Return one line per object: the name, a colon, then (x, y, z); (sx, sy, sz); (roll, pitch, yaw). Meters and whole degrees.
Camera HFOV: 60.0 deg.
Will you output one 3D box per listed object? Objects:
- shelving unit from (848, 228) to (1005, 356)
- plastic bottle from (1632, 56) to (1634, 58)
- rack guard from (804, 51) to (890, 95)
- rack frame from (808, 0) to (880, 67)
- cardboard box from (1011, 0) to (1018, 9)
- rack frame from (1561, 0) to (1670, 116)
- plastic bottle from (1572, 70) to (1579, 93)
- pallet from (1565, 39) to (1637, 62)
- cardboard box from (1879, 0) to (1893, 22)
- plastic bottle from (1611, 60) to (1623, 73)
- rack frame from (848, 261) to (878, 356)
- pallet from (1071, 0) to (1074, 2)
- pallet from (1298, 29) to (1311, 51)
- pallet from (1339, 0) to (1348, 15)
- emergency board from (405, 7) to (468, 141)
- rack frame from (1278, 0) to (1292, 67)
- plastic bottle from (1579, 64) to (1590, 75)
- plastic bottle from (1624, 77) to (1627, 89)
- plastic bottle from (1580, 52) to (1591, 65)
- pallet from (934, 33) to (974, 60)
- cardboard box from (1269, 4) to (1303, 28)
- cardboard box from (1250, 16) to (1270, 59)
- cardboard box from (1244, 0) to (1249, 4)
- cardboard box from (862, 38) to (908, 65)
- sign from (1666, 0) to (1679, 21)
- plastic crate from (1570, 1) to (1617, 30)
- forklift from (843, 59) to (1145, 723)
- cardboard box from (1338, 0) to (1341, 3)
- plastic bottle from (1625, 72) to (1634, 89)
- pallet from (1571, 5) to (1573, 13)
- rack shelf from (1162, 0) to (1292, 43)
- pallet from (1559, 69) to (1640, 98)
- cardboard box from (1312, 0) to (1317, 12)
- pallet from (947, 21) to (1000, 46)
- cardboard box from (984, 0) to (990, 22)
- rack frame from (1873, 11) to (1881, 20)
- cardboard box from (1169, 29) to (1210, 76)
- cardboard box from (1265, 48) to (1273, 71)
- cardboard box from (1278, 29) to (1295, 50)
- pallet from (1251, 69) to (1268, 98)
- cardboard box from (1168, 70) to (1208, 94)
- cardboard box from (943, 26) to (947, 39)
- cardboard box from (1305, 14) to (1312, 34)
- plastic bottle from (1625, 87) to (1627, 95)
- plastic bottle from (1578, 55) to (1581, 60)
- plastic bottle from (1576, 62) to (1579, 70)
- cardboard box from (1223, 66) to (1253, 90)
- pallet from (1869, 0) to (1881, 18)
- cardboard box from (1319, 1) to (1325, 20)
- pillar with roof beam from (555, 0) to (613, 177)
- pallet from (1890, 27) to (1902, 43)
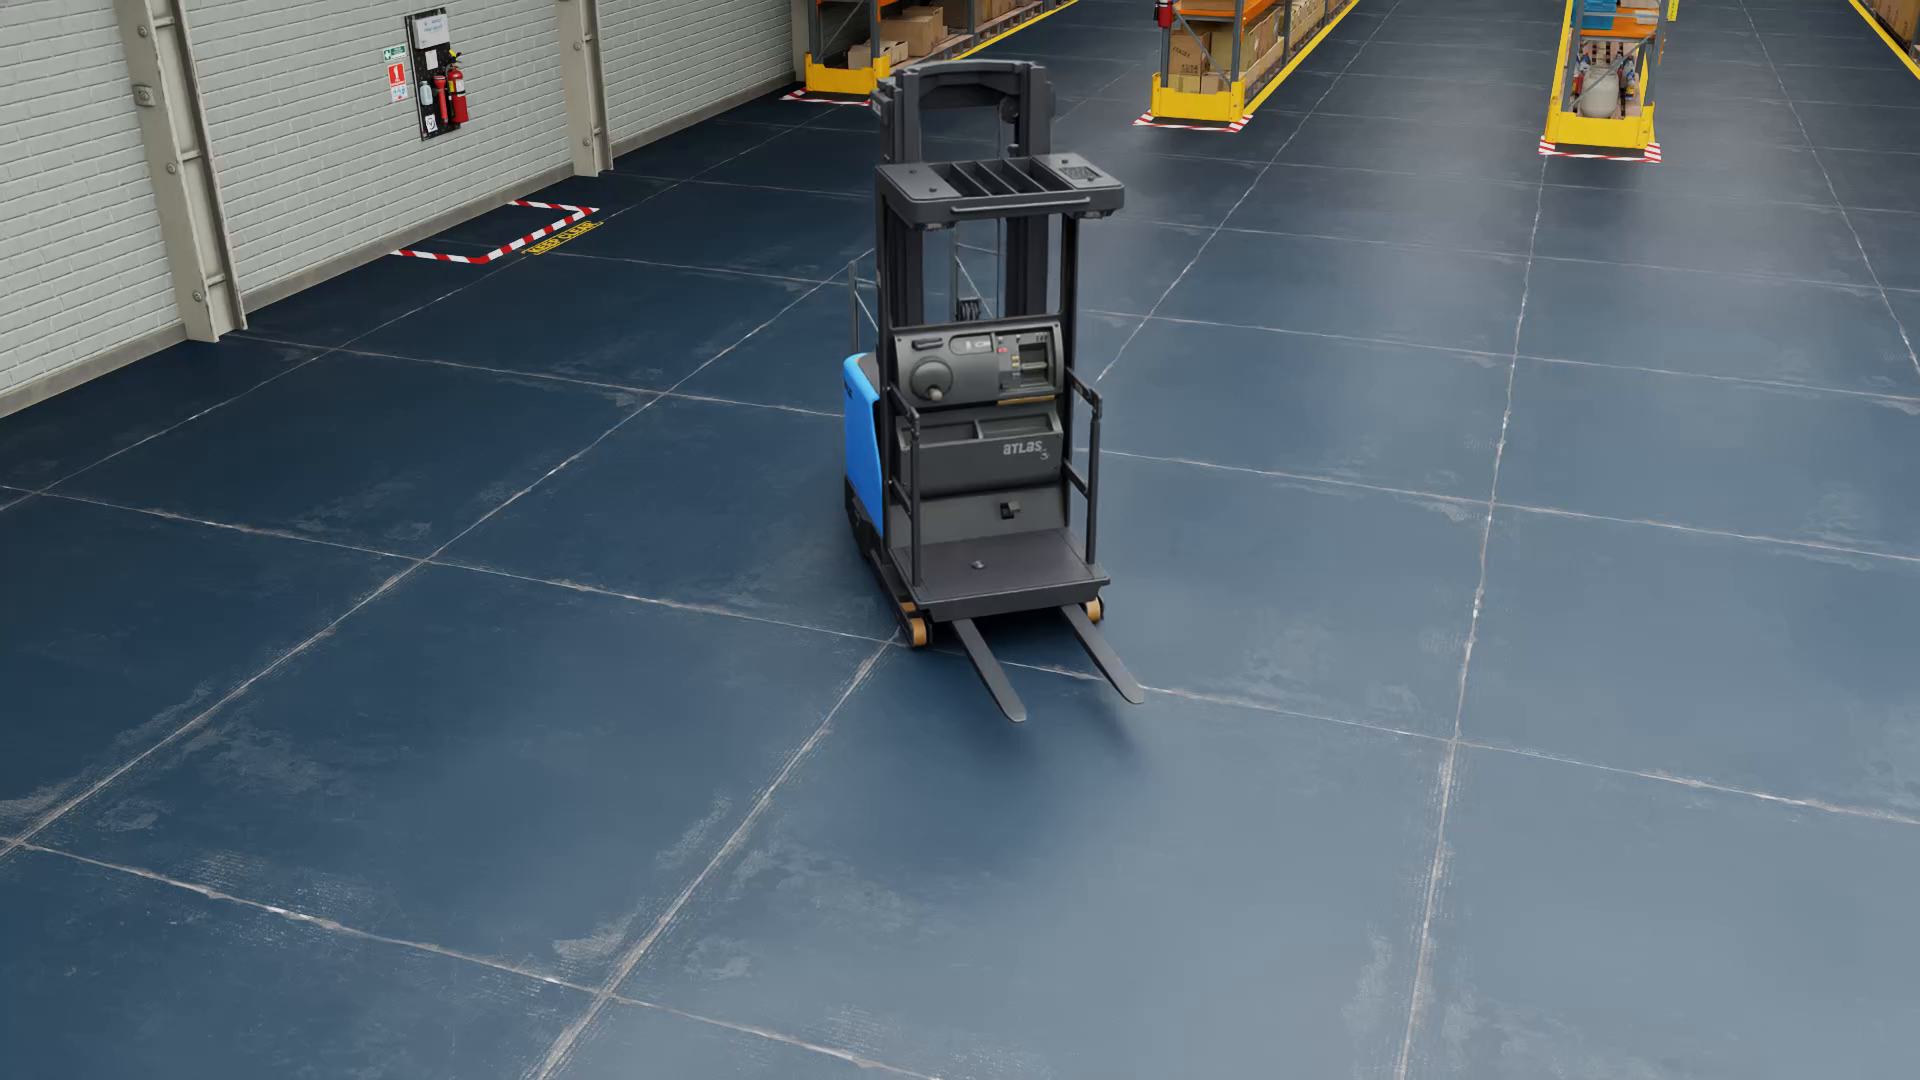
shelving unit: (-0.171, -1.175, 10.955); (0.587, 1.500, 1.083); (19, 32, 34)
plastic bottle: (9.234, -6.522, 22.890); (0.061, 0.283, 0.133); (10, 28, 20)
rack guard: (-1.565, -6.491, 23.082); (1.175, 0.500, 0.348); (9, 27, 17)
rack frame: (-1.591, -7.585, 22.473); (1.000, 3.000, 0.127); (9, 27, 17)
cardboard box: (0.600, -9.447, 28.683); (0.700, 0.500, 0.500); (9, 27, 17)
rack frame: (7.752, -6.148, 19.506); (1.000, 3.000, 0.127); (9, 27, 17)
plastic bottle: (8.059, -6.038, 21.899); (0.152, 0.276, 0.135); (9, 27, 18)
pallet: (9.712, -7.368, 25.226); (1.003, 0.211, 1.213); (9, 27, 17)
cardboard box: (15.925, -8.961, 27.271); (1.225, 0.875, 0.875); (8, 27, 16)
plastic bottle: (8.929, -6.390, 22.626); (0.152, 0.276, 0.135); (9, 27, 17)
rack frame: (-0.492, -0.998, 10.590); (0.500, 1.500, 0.032); (19, 32, 34)
pallet: (1.813, -10.430, 31.549); (1.003, 0.211, 1.213); (9, 27, 17)
pallet: (5.026, -8.068, 26.671); (1.003, 0.211, 1.213); (9, 27, 17)
pallet: (6.436, -9.701, 30.045); (1.003, 0.211, 1.213); (9, 27, 17)
emergency board: (-5.028, -4.522, 16.148); (0.194, 1.169, 0.643); (9, 27, 17)
rack frame: (4.413, -8.512, 24.388); (1.000, 3.000, 0.127); (9, 27, 17)
plastic bottle: (8.367, -6.229, 22.294); (0.152, 0.276, 0.135); (9, 27, 17)
plastic bottle: (8.898, -6.094, 22.100); (0.097, 0.201, 0.097); (0, 26, 0)
plastic bottle: (8.559, -6.505, 22.778); (0.144, 0.351, 0.185); (9, 27, 17)
pallet: (-0.450, -7.692, 25.895); (1.003, 0.211, 1.213); (9, 27, 17)
cardboard box: (4.957, -8.054, 25.472); (0.500, 0.311, 0.500); (8, 27, 17)
cardboard box: (3.972, -6.961, 22.998); (0.500, 0.500, 0.500); (9, 27, 17)
cardboard box: (3.420, -7.319, 21.810); (0.700, 0.500, 0.500); (9, 27, 19)
cardboard box: (-1.086, -7.078, 24.007); (0.500, 0.311, 0.500); (11, 28, 22)
sign: (8.269, -6.191, 19.277); (0.100, 0.325, 0.005); (9, 27, 17)
plastic crate: (7.636, -6.330, 20.053); (0.499, 0.251, 0.616); (9, 27, 17)
forklift: (0.168, -0.923, 8.793); (1.130, 2.935, 3.031); (-7, 27, -14)
cardboard box: (6.506, -9.795, 29.402); (0.500, 0.500, 0.500); (8, 27, 17)
plastic bottle: (8.796, -6.000, 21.826); (0.097, 0.271, 0.097); (0, 26, 0)
pallet: (11.045, -9.010, 28.617); (1.003, 0.211, 1.213); (9, 27, 17)
rack shelf: (3.748, -7.366, 22.847); (1.077, 0.370, 4.000); (9, 27, 17)
pallet: (8.820, -6.267, 22.951); (1.003, 0.211, 1.213); (9, 27, 17)
cardboard box: (5.465, -8.687, 26.779); (0.500, 0.311, 0.500); (9, 27, 17)
pallet: (-0.002, -8.294, 27.137); (1.003, 0.211, 1.213); (9, 27, 17)
cardboard box: (0.094, -8.826, 27.400); (0.700, 0.500, 0.500); (8, 27, 16)
rack frame: (16.416, -10.361, 28.207); (1.000, 3.000, 0.127); (9, 27, 17)
cardboard box: (2.980, -6.420, 21.881); (0.500, 0.500, 0.500); (9, 27, 17)
cardboard box: (4.137, -6.829, 23.586); (0.500, 0.250, 0.500); (9, 27, 17)
cardboard box: (4.781, -7.593, 25.163); (0.500, 0.250, 0.500); (8, 27, 16)
pallet: (3.705, -6.433, 23.294); (1.003, 0.211, 1.213); (9, 27, 17)
cardboard box: (2.982, -6.083, 22.044); (0.500, 0.250, 0.500); (9, 27, 17)
cardboard box: (-0.409, -7.927, 25.927); (0.380, 0.166, 0.250); (5, 26, 11)
cardboard box: (5.292, -8.225, 26.469); (0.500, 0.250, 0.500); (9, 27, 18)
plastic bottle: (8.684, -5.829, 21.553); (0.097, 0.201, 0.097); (0, 26, 0)
plastic bottle: (8.482, -6.560, 22.977); (0.152, 0.276, 0.135); (10, 27, 19)
plastic bottle: (8.219, -6.274, 22.300); (0.144, 0.351, 0.185); (9, 27, 17)
cardboard box: (3.633, -6.213, 22.314); (0.500, 0.250, 0.500); (9, 27, 17)
pallet: (16.743, -9.407, 29.437); (1.003, 0.211, 1.213); (9, 27, 17)
cardboard box: (5.799, -8.855, 27.771); (0.500, 0.250, 0.500); (9, 27, 19)
pillar with roof beam: (-0.110, -7.608, 15.637); (9.100, 9.000, 0.400); (9, 27, 17)
pallet: (15.826, -8.275, 27.099); (1.003, 0.211, 1.213); (9, 27, 17)
